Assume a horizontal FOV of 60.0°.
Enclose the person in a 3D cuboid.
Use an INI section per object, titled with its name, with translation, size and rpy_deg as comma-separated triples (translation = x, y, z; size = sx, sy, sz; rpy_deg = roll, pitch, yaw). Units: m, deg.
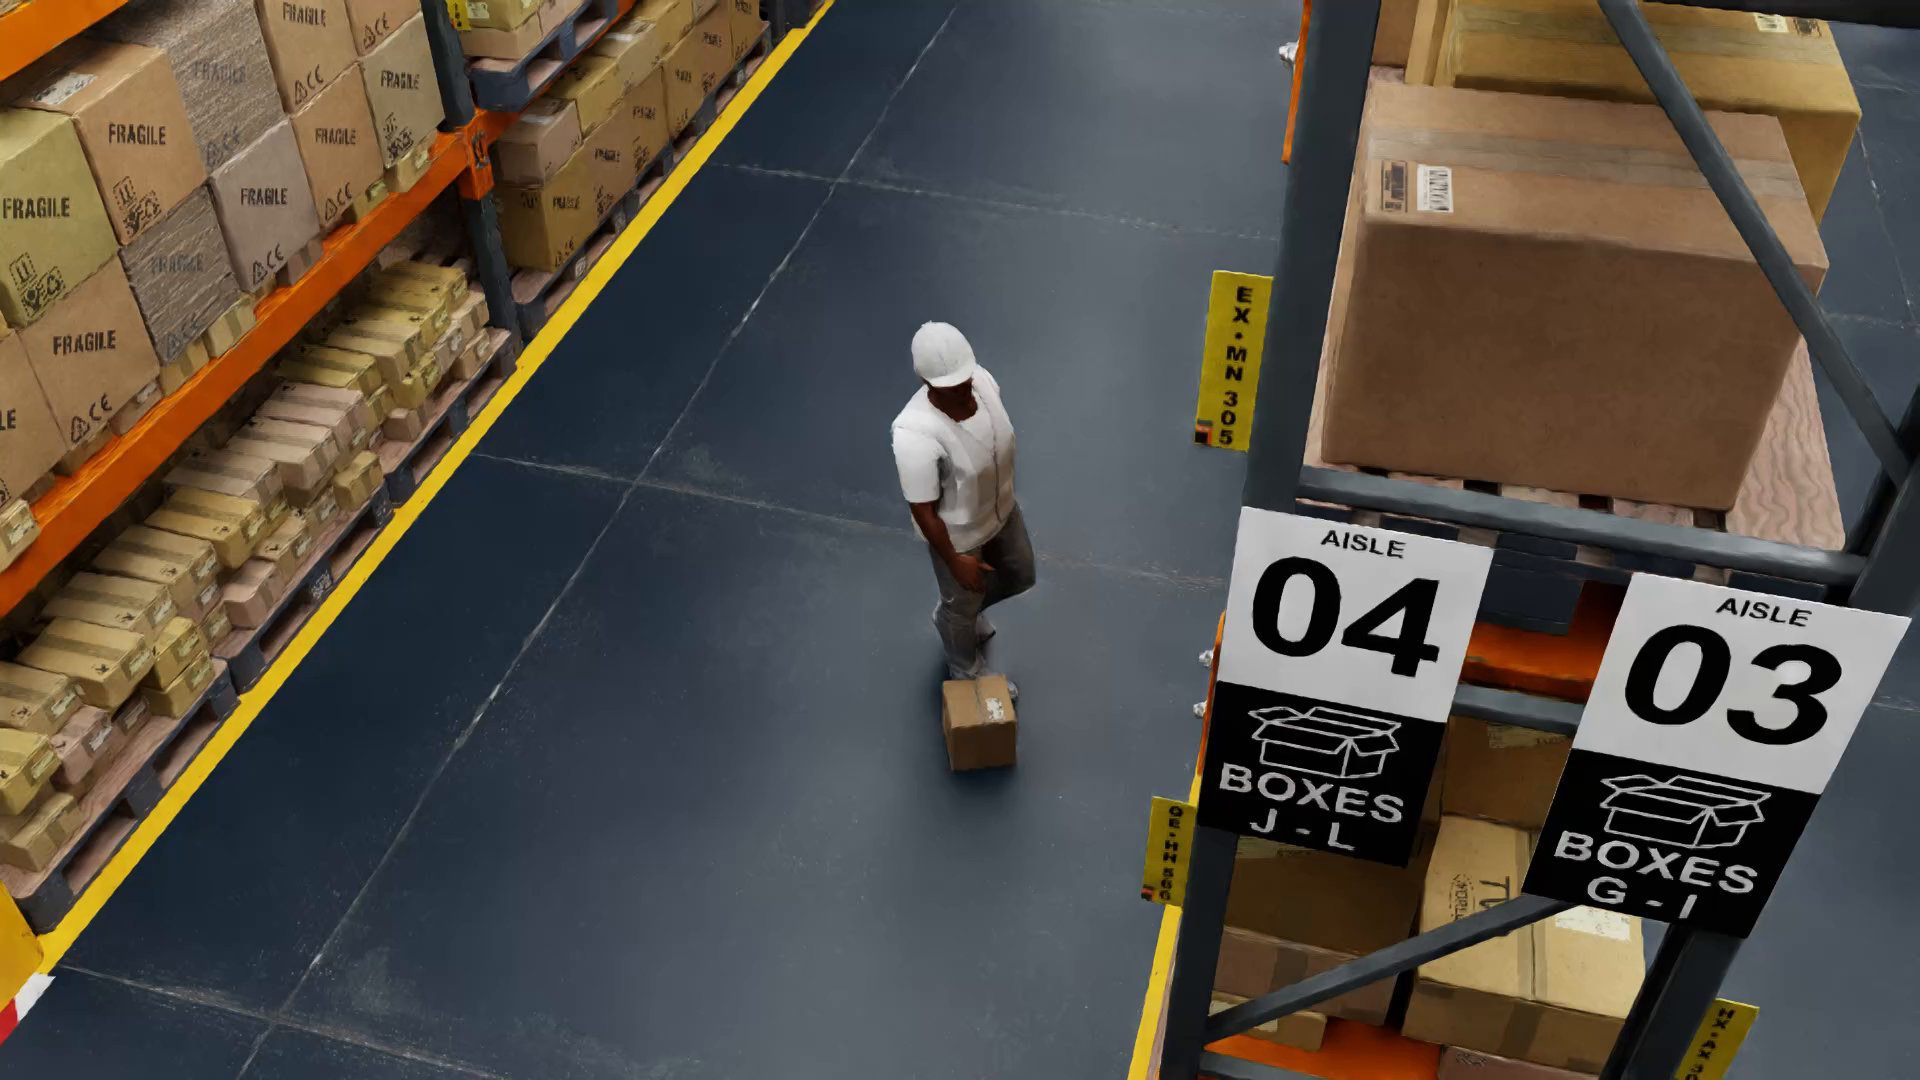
[person]
translation = 0.016, -0.081, 6.224
size = 0.475, 1.761, 0.620
rpy_deg = 23, 46, 25
